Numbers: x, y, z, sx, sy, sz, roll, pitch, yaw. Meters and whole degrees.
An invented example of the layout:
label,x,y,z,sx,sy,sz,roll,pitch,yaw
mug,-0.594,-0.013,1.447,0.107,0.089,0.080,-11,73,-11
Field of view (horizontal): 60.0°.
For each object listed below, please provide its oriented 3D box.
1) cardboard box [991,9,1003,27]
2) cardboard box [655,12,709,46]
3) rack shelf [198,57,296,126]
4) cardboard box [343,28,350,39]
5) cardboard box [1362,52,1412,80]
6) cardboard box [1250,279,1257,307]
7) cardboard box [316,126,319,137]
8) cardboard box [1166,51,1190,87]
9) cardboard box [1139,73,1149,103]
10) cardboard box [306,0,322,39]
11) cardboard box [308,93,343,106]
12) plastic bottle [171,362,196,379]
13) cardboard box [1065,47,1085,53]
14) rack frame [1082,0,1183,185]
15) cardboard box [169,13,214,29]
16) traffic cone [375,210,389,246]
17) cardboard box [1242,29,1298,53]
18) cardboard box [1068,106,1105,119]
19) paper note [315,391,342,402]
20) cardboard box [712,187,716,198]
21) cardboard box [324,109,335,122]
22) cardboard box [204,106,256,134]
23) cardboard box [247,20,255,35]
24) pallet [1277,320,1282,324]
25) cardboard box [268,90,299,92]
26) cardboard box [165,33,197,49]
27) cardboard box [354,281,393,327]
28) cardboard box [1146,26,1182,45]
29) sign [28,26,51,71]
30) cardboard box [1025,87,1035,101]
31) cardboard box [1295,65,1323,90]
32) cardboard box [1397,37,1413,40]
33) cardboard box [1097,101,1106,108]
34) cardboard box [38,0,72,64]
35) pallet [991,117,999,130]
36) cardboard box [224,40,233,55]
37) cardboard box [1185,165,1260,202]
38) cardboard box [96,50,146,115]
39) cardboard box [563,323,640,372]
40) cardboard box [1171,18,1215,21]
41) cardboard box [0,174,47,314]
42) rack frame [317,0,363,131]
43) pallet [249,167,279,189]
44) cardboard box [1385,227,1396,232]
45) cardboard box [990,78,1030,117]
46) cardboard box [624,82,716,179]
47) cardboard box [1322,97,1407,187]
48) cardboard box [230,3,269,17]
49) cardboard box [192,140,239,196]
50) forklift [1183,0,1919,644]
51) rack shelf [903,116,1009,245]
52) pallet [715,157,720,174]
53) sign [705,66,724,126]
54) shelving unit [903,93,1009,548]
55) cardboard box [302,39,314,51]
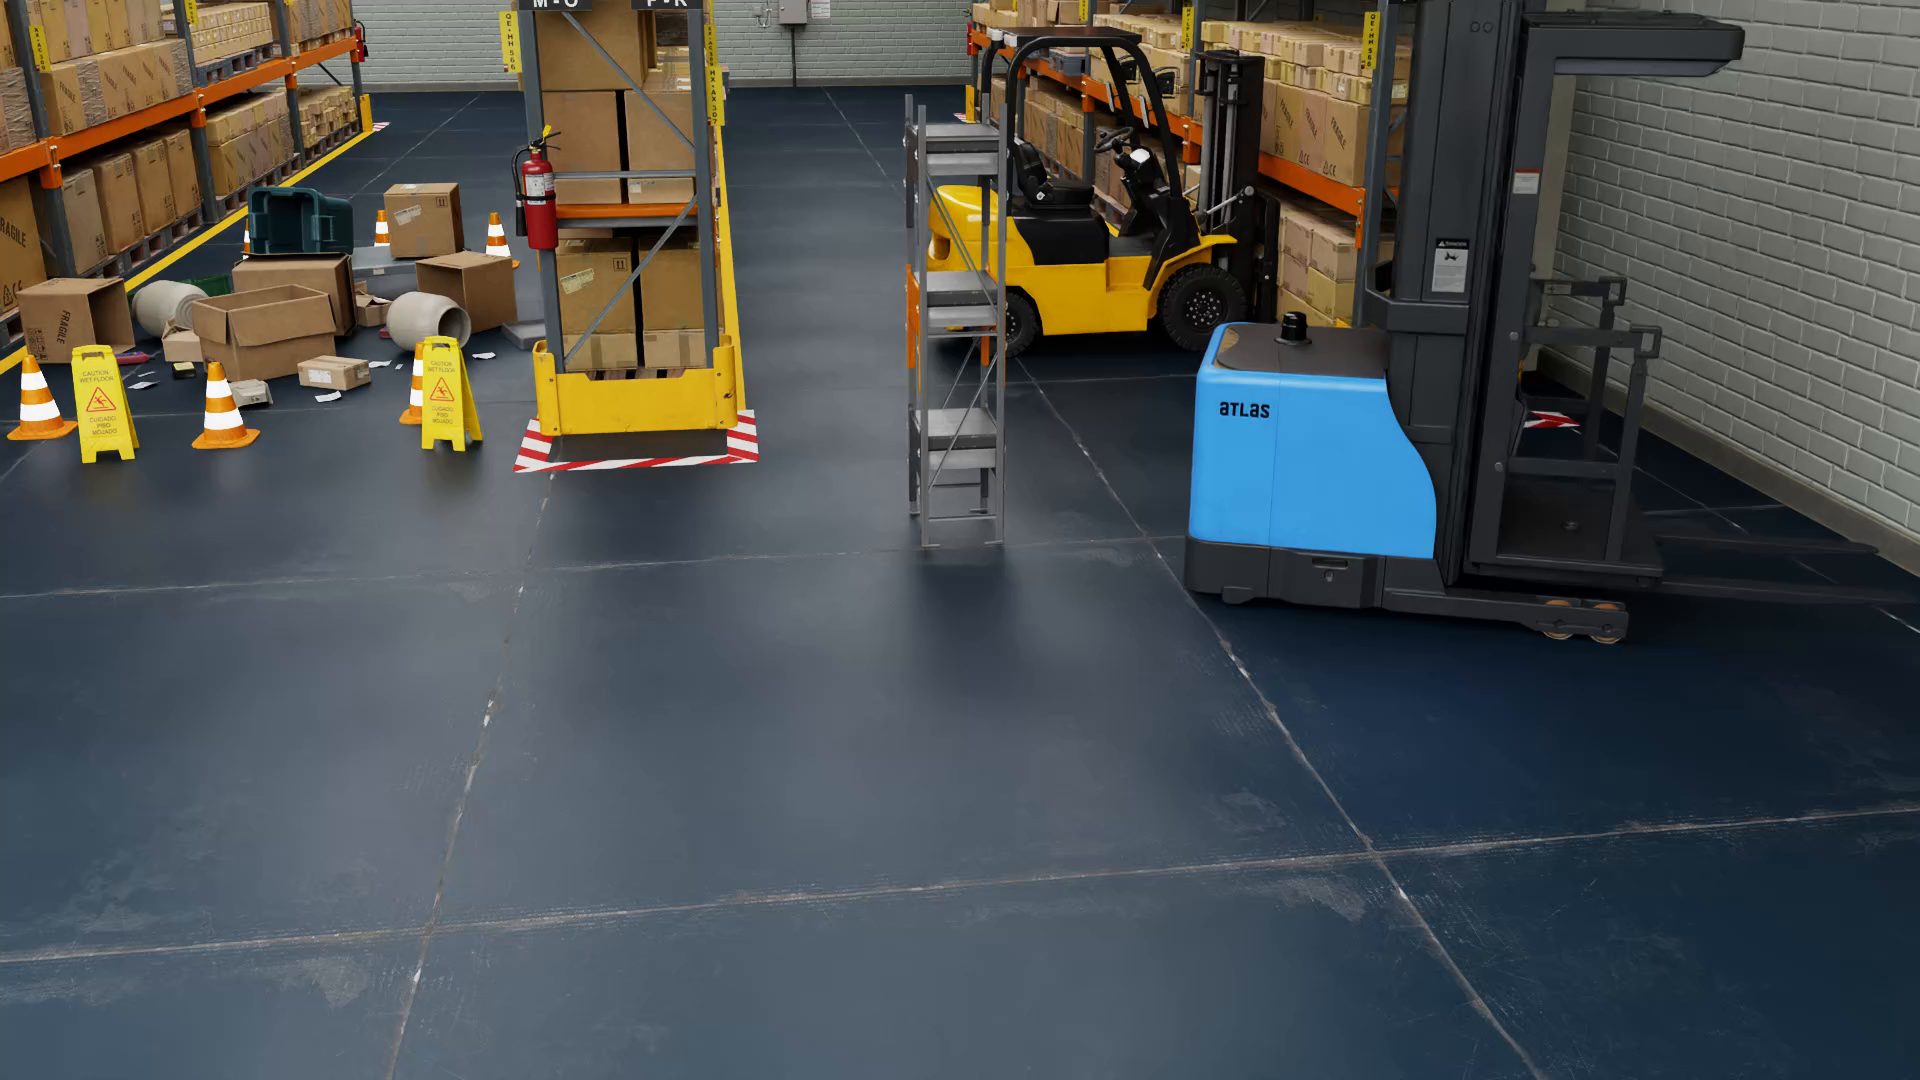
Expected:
label,x,y,z,sx,sy,sz,roll,pitch,yaw
cardboard box,0.717,-7.248,23.123,0.500,0.250,0.500,-3,21,-9
cardboard box,-2.291,-4.028,13.546,0.500,0.500,0.500,-2,21,-6
rack shelf,-8.256,-4.924,18.142,1.077,0.370,4.000,-3,21,-8
cardboard box,-8.794,-7.122,23.358,0.380,0.149,0.250,-3,21,-8
cardboard box,2.720,-2.939,10.302,0.380,0.149,0.250,-3,21,-8
cardboard box,2.378,-1.916,12.388,0.500,0.250,0.500,-2,21,-6
cardboard box,-8.564,-5.310,21.619,0.380,0.149,0.250,-4,21,-10
cardboard box,2.080,-4.041,14.249,0.500,0.250,0.500,-3,21,-9
cardboard box,1.953,-4.159,15.277,0.500,0.250,0.500,-3,21,-7
cardboard box,-8.482,-6.671,21.223,0.500,0.500,0.500,-3,21,-9
cardboard box,-8.583,-5.952,22.489,0.380,0.149,0.250,-2,21,-6
plastic bottle,-5.237,-1.151,11.212,0.133,0.061,0.283,-11,23,-26
cardboard box,1.353,-5.392,18.125,0.380,0.149,0.250,-3,21,-7
rack frame,1.827,-5.105,17.598,1.000,3.000,0.127,-3,21,-8
cardboard box,-7.953,-5.366,17.205,0.380,0.149,0.250,-4,21,-10
traffic cone,-5.103,-2.689,14.754,0.336,0.463,0.334,-3,21,-8
cardboard box,2.329,-3.728,12.416,0.380,0.149,0.250,-3,21,-9
cardboard box,1.448,-4.873,19.021,0.380,0.149,0.250,-2,21,-6
paper note,-4.037,-0.920,10.635,0.148,0.019,0.142,-11,23,-26
cardboard box,-2.082,-2.361,12.509,0.500,0.500,0.500,-3,21,-7
cardboard box,-8.513,-5.629,22.049,0.380,0.149,0.250,-3,21,-7
cardboard box,-7.959,-4.544,17.997,0.500,0.250,0.500,-3,21,-7
cardboard box,-8.176,-5.773,18.719,0.380,0.149,0.250,-4,21,-10
pallet,2.829,-1.292,11.373,1.003,0.211,1.213,-3,21,-8
cardboard box,-9.313,-6.097,22.877,0.380,0.149,0.250,-3,21,-8
cardboard box,-7.839,-4.965,16.555,0.380,0.149,0.250,-2,21,-5
cardboard box,-4.514,-1.797,12.649,0.396,0.266,0.258,17,27,39
cardboard box,1.921,-4.619,15.226,0.380,0.149,0.250,-3,21,-7
sign,-6.842,-3.655,12.365,0.100,0.325,0.005,-3,21,-8
cardboard box,1.039,-5.682,21.188,0.380,0.149,0.250,-2,21,-5
cardboard box,2.500,-3.148,11.288,0.380,0.149,0.250,-4,21,-10
cardboard box,3.063,-3.408,11.558,0.380,0.149,0.250,-3,21,-9
cardboard box,1.821,-5.076,19.565,0.380,0.149,0.250,-3,21,-7
cardboard box,-7.545,-4.049,13.197,0.700,0.500,0.500,-3,21,-9
pallet,0.973,-5.845,23.564,1.003,0.211,1.213,-3,21,-8
cardboard box,-8.026,-5.272,17.803,0.380,0.149,0.250,-3,21,-7
cardboard box,2.163,-2.914,13.632,0.500,0.250,0.500,-3,21,-9
cardboard box,-7.417,-3.950,14.363,0.500,0.500,0.500,-3,21,-7
cardboard box,-2.317,-1.267,10.651,0.500,0.250,0.500,-3,21,-8
cardboard box,2.304,-5.094,16.499,0.380,0.149,0.250,-3,21,-9
cardboard box,-7.370,-2.164,12.160,0.875,0.875,0.875,-3,21,-7
rack frame,-9.121,-7.339,23.578,1.000,3.000,0.127,-3,21,-8
pallet,-8.252,-3.955,18.503,1.003,0.211,1.213,-3,21,-8
cardboard box,3.098,-1.888,10.885,0.500,0.250,0.500,-3,21,-9
cardboard box,0.753,-6.386,24.000,0.700,0.500,0.500,-2,21,-6
cardboard box,-1.725,-2.448,9.915,0.500,0.500,0.500,-3,21,-9
cardboard box,2.650,-2.539,10.585,0.500,0.500,0.500,-3,21,-9
cardboard box,-8.293,-6.182,19.390,0.380,0.149,0.250,-2,21,-5
cardboard box,-7.817,-3.852,17.216,0.500,0.500,0.500,-4,21,-10
forklift,2.578,-1.138,7.075,3.031,2.935,1.130,5,21,12
rack shelf,-0.024,-1.684,7.762,0.431,0.518,0.480,-3,21,-8
pallet,-3.296,-4.245,19.281,1.003,0.211,1.213,-3,21,-8
sign,-1.394,-2.517,9.430,0.100,0.325,0.005,-3,21,-8
shelving unit,-0.024,-1.041,8.002,0.431,2.100,0.503,-3,21,-8
cardboard box,-8.468,-6.311,21.185,0.380,0.149,0.250,-3,21,-7
